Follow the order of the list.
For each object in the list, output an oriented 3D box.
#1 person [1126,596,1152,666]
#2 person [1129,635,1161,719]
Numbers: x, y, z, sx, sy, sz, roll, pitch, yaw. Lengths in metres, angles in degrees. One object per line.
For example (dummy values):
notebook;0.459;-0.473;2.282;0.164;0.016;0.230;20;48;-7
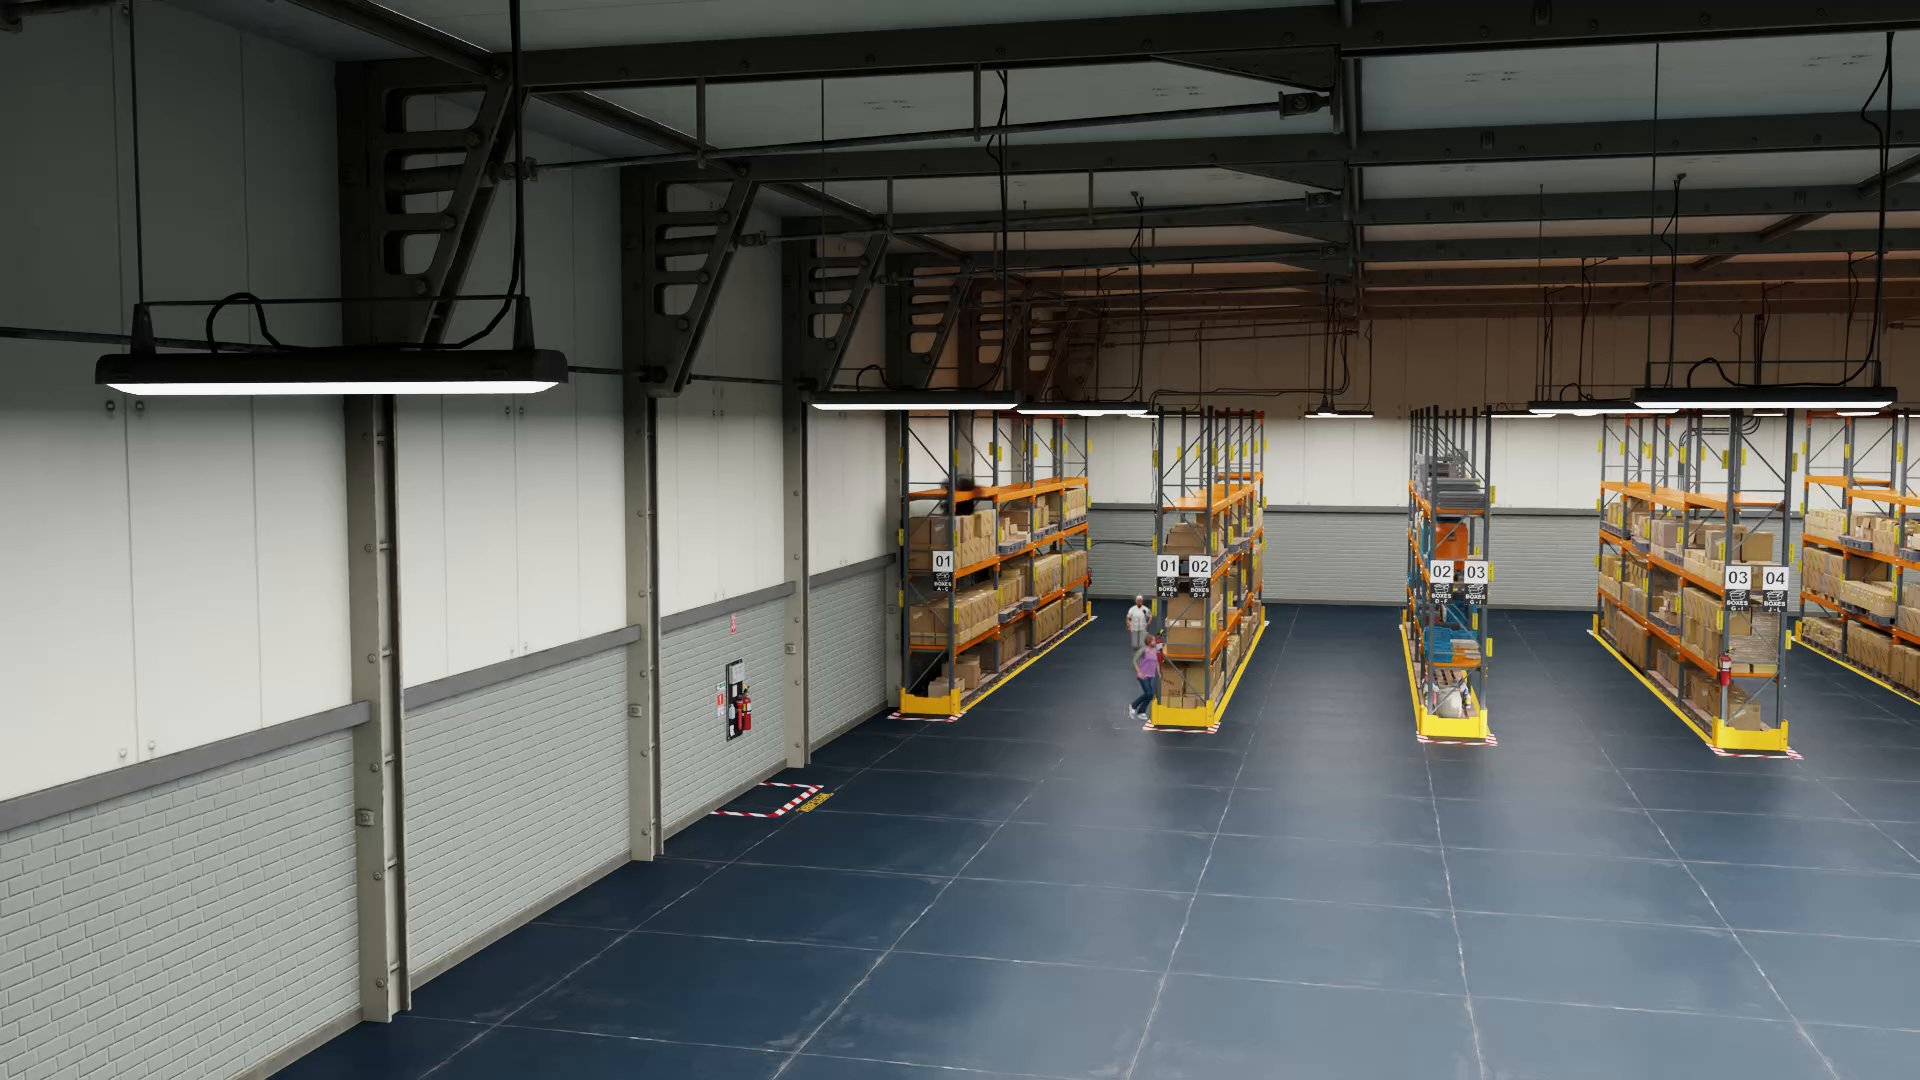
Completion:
person;4.219;2.121;39.123;0.614;1.631;0.575;0;4;7
person;3.423;2.492;30.399;0.566;1.530;0.486;-3;5;-40
